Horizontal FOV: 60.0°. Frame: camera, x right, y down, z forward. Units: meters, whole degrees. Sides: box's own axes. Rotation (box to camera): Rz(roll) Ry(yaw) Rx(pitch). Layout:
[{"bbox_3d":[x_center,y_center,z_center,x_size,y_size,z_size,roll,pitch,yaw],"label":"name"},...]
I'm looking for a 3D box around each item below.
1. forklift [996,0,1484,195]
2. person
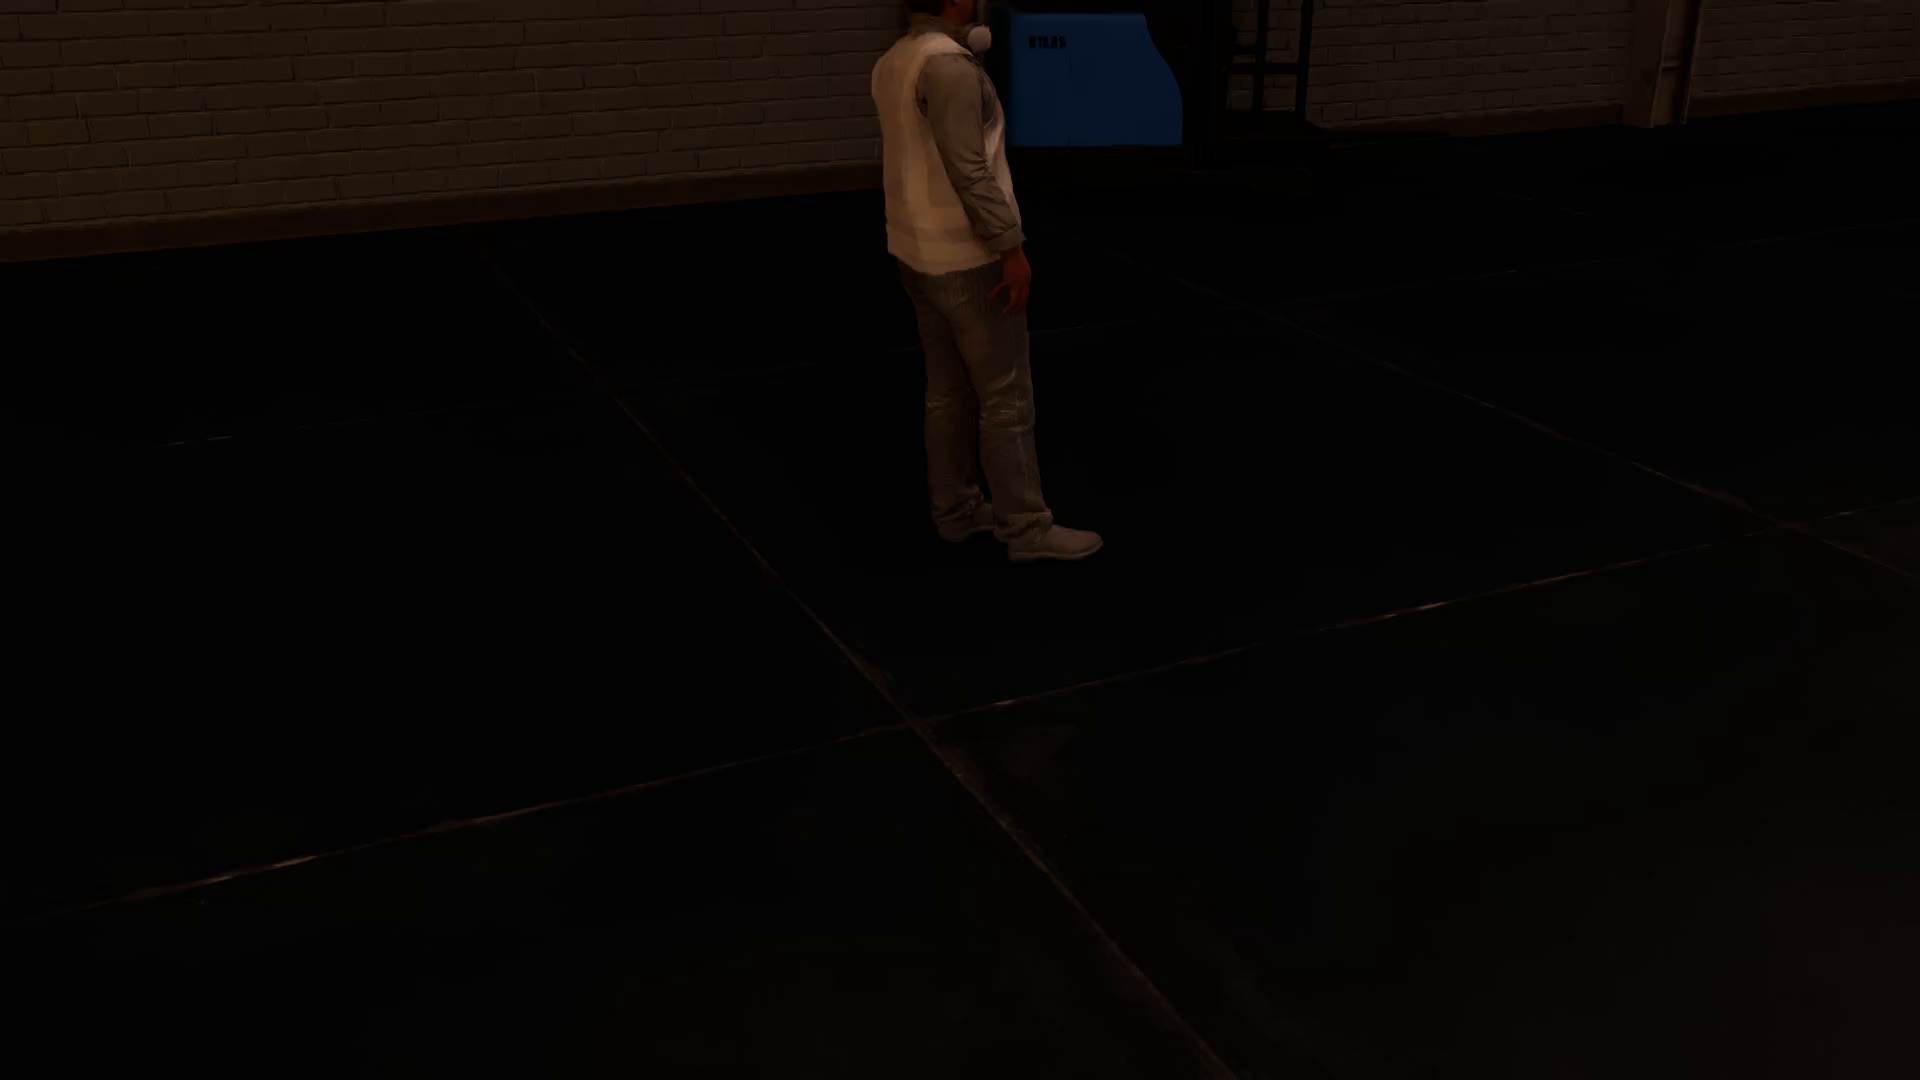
[{"bbox_3d":[1.746,-3.666,10.112,3.031,2.935,1.130,-2,23,-5],"label":"forklift"},{"bbox_3d":[0.060,-0.833,4.781,0.567,1.773,0.632,-10,25,-23],"label":"person"}]
